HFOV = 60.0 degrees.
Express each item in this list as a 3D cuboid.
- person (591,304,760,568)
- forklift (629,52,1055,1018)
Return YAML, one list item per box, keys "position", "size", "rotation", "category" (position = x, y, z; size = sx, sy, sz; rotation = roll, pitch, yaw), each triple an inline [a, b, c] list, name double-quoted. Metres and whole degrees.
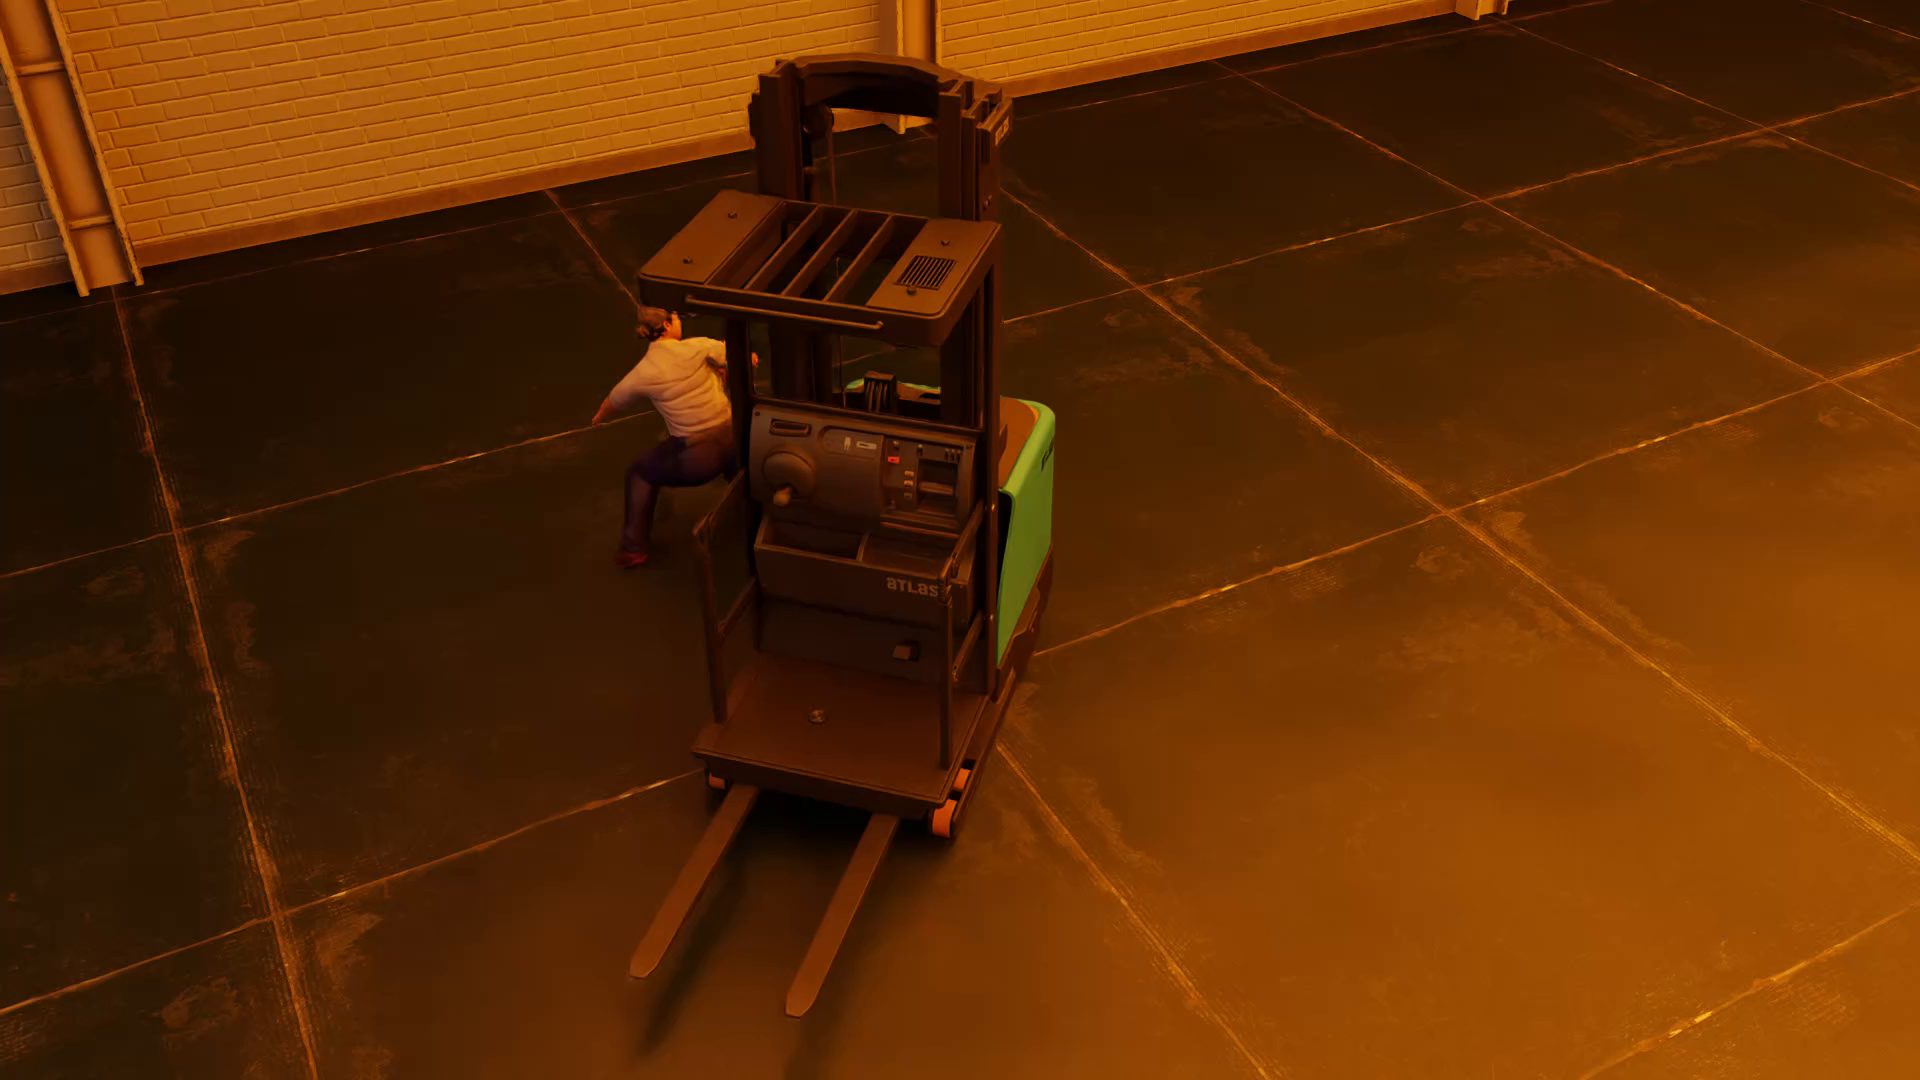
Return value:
- position: [-1.416, -0.550, 8.296]
  size: [0.818, 1.421, 0.802]
  rotation: [-17, 39, -22]
  category: "person"
- position: [-0.453, -0.216, 6.429]
  size: [1.130, 2.935, 3.031]
  rotation: [10, 36, 13]
  category: "forklift"
